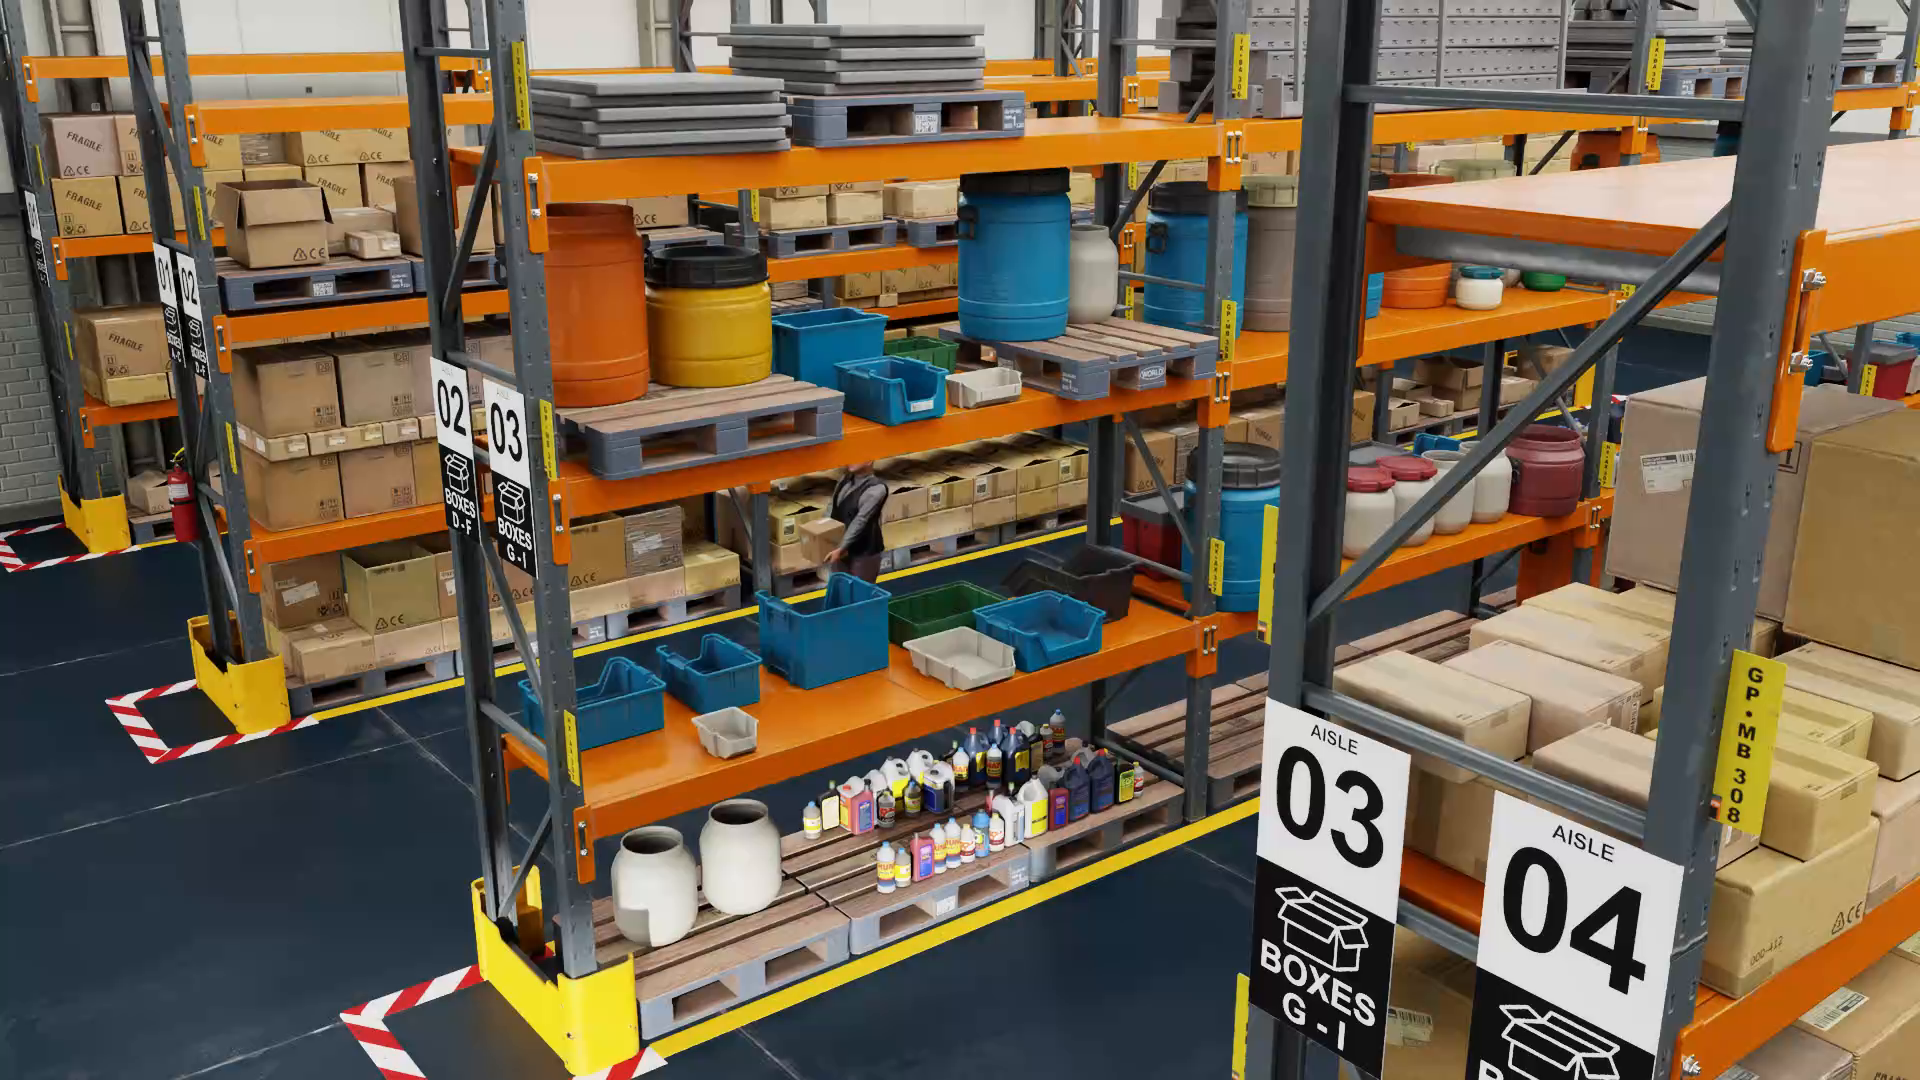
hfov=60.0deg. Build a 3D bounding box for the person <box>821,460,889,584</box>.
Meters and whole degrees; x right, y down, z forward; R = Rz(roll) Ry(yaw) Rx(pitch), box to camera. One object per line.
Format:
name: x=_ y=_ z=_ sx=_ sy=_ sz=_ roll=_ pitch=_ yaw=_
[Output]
person: x=-0.827 y=0.133 z=12.185 sx=0.551 sy=1.711 sz=0.494 roll=-13 pitch=22 yaw=-35
